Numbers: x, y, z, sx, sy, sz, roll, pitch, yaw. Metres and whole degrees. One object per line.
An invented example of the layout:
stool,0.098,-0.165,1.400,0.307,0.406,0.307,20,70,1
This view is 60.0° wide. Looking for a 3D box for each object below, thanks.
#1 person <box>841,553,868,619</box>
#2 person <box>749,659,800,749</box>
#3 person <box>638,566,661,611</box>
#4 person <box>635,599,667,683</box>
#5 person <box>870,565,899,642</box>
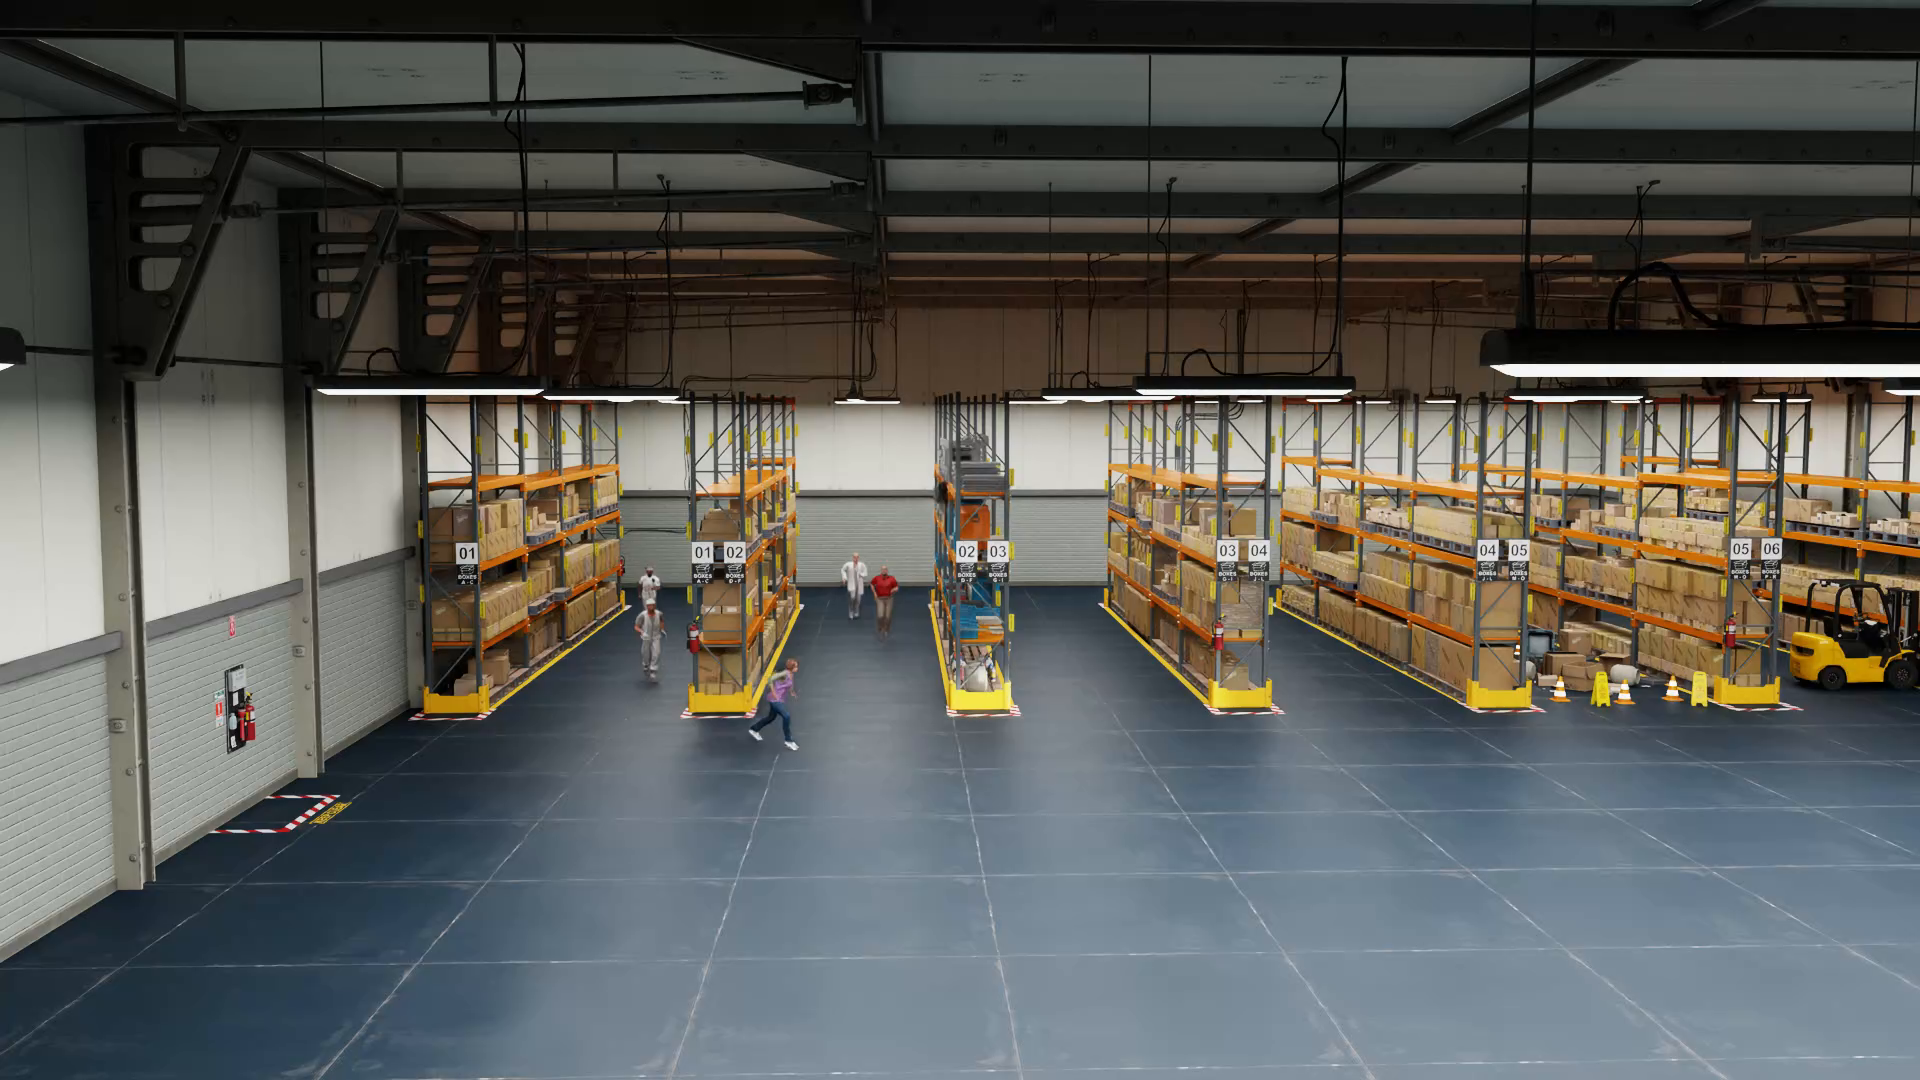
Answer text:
person,-2.827,1.246,44.902,0.679,1.792,0.765,-1,5,-13
person,-3.142,2.758,27.919,0.915,1.524,0.579,2,5,21
person,-7.867,1.505,42.148,0.552,1.749,0.833,-1,5,-13
person,-6.473,2.072,34.736,0.669,1.747,0.897,-2,5,-19
person,-1.777,1.496,39.061,0.669,1.787,0.684,0,5,-1
